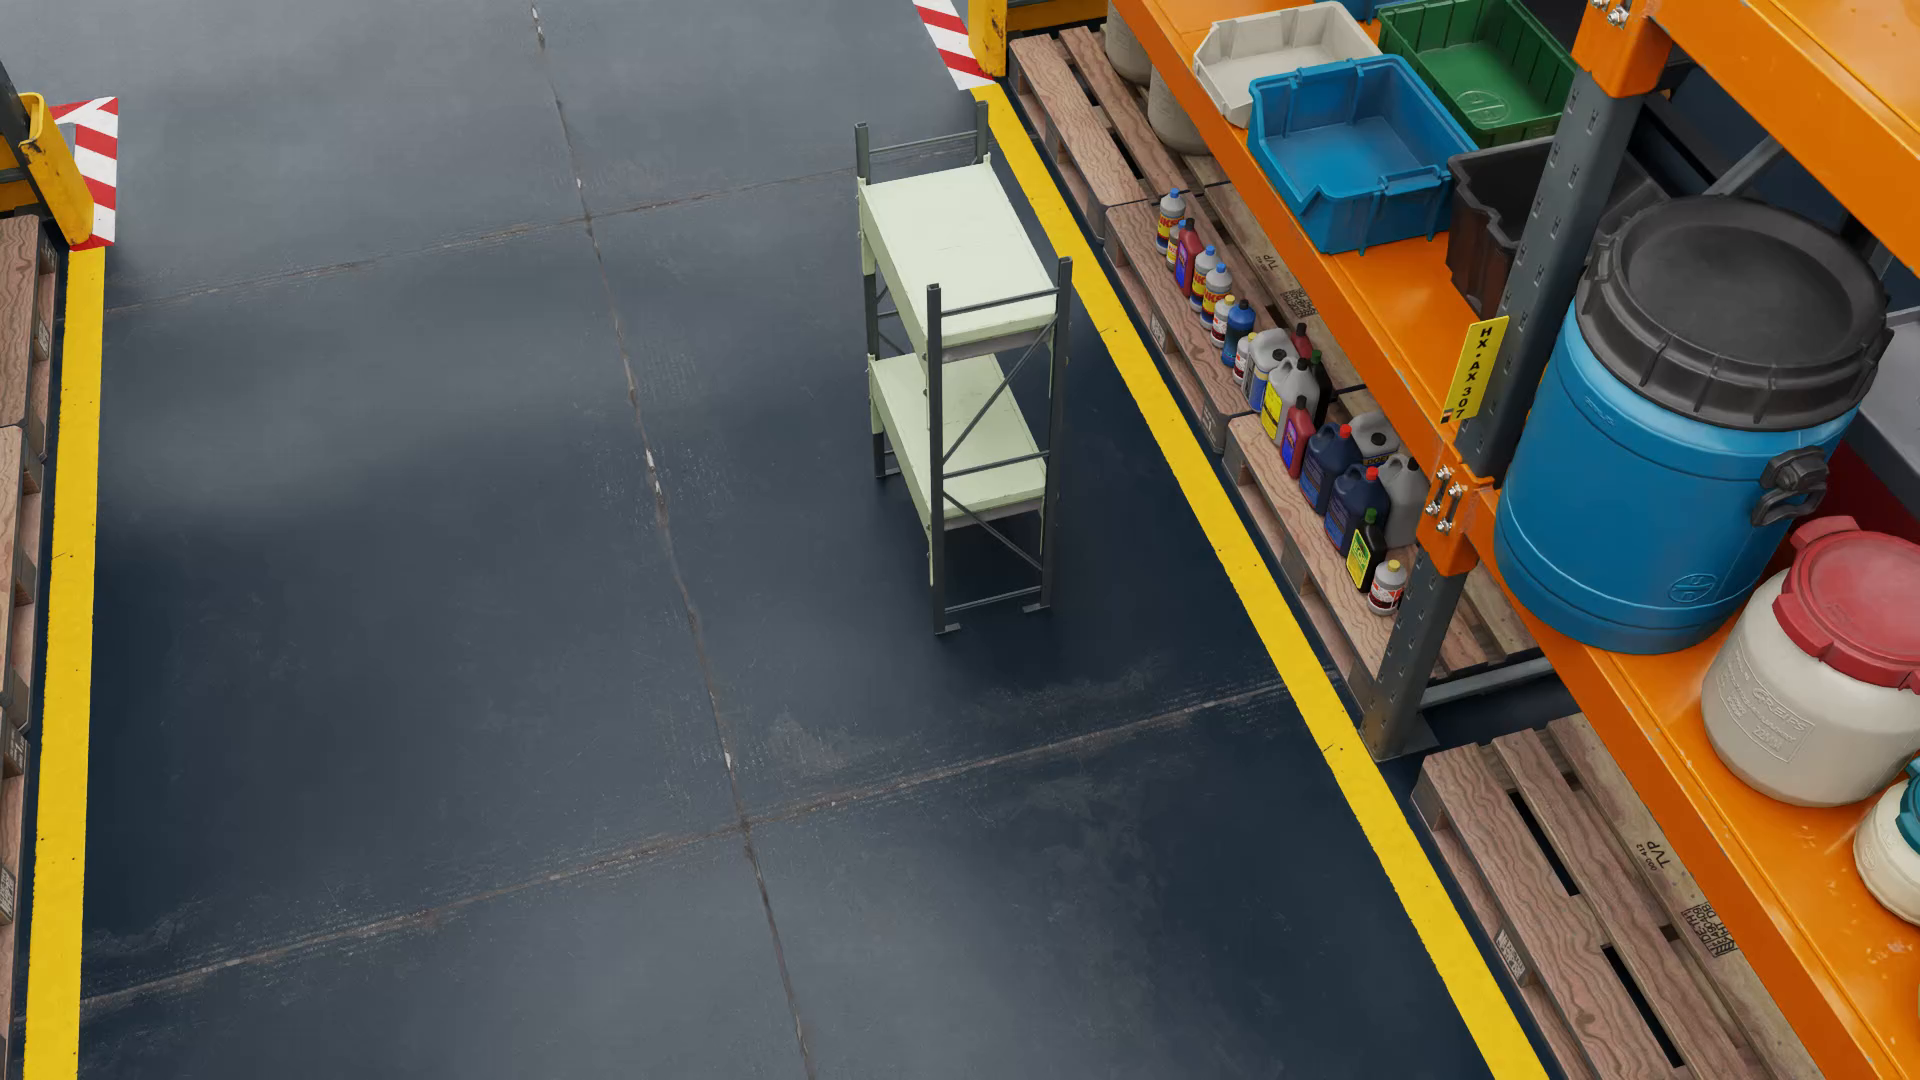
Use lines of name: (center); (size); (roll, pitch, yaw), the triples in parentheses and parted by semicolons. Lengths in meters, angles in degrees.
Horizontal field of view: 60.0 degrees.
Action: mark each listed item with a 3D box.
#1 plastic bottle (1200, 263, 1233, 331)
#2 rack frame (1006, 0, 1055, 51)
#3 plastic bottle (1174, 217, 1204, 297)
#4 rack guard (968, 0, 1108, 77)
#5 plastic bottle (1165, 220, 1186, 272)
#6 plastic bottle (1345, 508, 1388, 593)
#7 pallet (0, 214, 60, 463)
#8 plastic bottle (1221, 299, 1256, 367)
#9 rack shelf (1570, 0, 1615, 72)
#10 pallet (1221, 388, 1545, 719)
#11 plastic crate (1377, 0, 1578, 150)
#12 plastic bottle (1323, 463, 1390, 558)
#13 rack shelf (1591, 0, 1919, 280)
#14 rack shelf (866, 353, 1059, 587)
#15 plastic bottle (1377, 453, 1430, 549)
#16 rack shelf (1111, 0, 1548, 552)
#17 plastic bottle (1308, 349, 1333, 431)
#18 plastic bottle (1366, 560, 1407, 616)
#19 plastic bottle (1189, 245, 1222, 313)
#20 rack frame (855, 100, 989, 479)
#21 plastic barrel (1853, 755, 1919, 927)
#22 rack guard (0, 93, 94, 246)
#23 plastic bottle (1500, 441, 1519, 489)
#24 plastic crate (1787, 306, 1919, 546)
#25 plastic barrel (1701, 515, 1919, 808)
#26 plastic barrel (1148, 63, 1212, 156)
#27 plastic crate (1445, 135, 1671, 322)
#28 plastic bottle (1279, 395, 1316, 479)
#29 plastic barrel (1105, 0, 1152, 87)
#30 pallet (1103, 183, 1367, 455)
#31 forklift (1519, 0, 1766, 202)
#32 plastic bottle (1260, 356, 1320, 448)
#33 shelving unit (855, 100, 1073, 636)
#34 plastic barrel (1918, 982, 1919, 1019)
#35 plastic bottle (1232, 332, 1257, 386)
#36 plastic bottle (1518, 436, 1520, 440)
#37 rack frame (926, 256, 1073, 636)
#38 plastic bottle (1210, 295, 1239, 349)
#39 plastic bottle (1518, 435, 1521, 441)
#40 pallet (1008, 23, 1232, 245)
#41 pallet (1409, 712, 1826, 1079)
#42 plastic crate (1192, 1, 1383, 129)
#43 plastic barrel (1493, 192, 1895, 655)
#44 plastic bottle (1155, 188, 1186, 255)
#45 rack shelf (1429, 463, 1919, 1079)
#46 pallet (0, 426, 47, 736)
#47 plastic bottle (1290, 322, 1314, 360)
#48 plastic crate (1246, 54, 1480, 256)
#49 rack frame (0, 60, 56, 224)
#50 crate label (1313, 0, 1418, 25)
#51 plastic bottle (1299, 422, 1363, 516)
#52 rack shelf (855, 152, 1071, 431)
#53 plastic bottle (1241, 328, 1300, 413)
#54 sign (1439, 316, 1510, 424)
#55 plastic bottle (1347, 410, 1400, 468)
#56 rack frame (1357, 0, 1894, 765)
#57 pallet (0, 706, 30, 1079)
plastic bottle: (0.933, -0.893, 6.037); (0.097, 0.271, 0.097); (0, 50, 0)
rack frame: (0.564, -3.348, 6.611); (1.000, 3.000, 0.127); (-13, 51, -11)
plastic bottle: (0.852, -1.050, 6.163); (0.061, 0.283, 0.133); (-13, 51, -10)
rack guard: (0.631, -2.498, 7.529); (1.175, 0.500, 0.348); (-13, 51, -11)
plastic bottle: (0.833, -1.118, 6.273); (0.097, 0.201, 0.097); (0, 50, 0)
plastic bottle: (1.289, 0.030, 5.252); (0.061, 0.283, 0.133); (-11, 51, -9)
pallet: (-3.939, -0.673, 6.179); (1.003, 0.211, 1.213); (-13, 51, -11)
plastic bottle: (0.993, -0.745, 5.913); (0.097, 0.271, 0.097); (0, 50, 0)
rack shelf: (1.155, -2.623, 4.508); (1.077, 0.370, 4.000); (-13, 51, -11)
pallet: (1.588, -0.028, 5.636); (1.003, 0.211, 1.213); (-13, 51, -11)
plastic crate: (1.615, -1.414, 5.119); (0.450, 0.188, 0.662); (-13, 51, -11)
plastic bottle: (1.281, -0.120, 5.334); (0.144, 0.351, 0.185); (-15, 51, -12)
rack shelf: (2.338, 0.299, 2.045); (1.077, 0.370, 4.000); (-13, 51, -11)
rack shelf: (-0.002, -0.278, 5.430); (0.431, 0.370, 0.720); (-13, 51, -11)
plastic bottle: (1.419, -0.153, 5.362); (0.144, 0.351, 0.185); (-13, 51, -11)
rack shelf: (1.155, -1.656, 5.654); (1.077, 0.370, 4.000); (-13, 51, -11)
plastic bottle: (1.219, -0.516, 5.712); (0.061, 0.283, 0.133); (-13, 51, -11)
plastic bottle: (1.342, 0.139, 5.214); (0.097, 0.201, 0.097); (0, 50, 0)
plastic bottle: (0.904, -0.966, 6.099); (0.097, 0.271, 0.097); (0, 50, 0)
rack frame: (-0.110, -0.756, 5.406); (0.400, 1.500, 0.023); (-13, 51, -11)
plastic barrel: (1.992, 0.619, 3.357); (0.301, 0.262, 0.301); (0, 50, 0)
rack guard: (-4.145, -1.367, 6.576); (1.175, 0.500, 0.348); (-13, 51, -11)
plastic bottle: (1.848, -0.230, 5.471); (0.061, 0.283, 0.133); (-13, 51, -11)
plastic crate: (2.182, -0.163, 3.884); (0.402, 0.464, 0.583); (-13, 51, -11)
plastic barrel: (1.820, 0.278, 3.465); (0.433, 0.535, 0.433); (0, 50, 0)
plastic barrel: (0.980, -1.852, 6.702); (0.421, 0.512, 0.421); (0, 50, 0)
plastic crate: (1.713, -0.818, 4.518); (0.767, 0.338, 0.504); (-13, 51, -11)
plastic bottle: (1.136, -0.348, 5.570); (0.061, 0.283, 0.133); (-10, 51, -9)
plastic barrel: (0.831, -2.218, 7.011); (0.421, 0.512, 0.421); (0, 50, 0)
pallet: (1.224, -0.921, 6.388); (1.003, 0.211, 1.213); (-13, 51, -11)
forklift: (2.490, -2.969, 6.336); (1.130, 2.935, 3.031); (-13, 51, -11)
plastic bottle: (1.129, -0.496, 5.651); (0.144, 0.351, 0.185); (-14, 51, -11)
shelving unit: (-0.002, -0.488, 5.181); (0.431, 1.500, 0.755); (-13, 51, -11)
plastic barrel: (2.037, 0.814, 3.013); (0.433, 0.535, 0.433); (0, 50, 0)
plastic bottle: (1.023, -0.648, 5.877); (0.097, 0.201, 0.097); (0, 50, 0)
plastic bottle: (1.767, -0.366, 5.541); (0.144, 0.351, 0.185); (-13, 51, -11)
rack frame: (0.106, -0.221, 4.955); (0.400, 1.500, 0.023); (-13, 51, -11)
plastic bottle: (0.963, -0.798, 6.003); (0.097, 0.201, 0.097); (0, 50, 0)
plastic bottle: (1.904, -0.398, 5.569); (0.144, 0.351, 0.185); (-12, 51, -10)
pallet: (0.866, -1.810, 7.138); (1.003, 0.211, 1.213); (-13, 51, -11)
pallet: (2.016, 1.037, 4.738); (1.003, 0.211, 1.213); (-13, 51, -11)
plastic crate: (1.025, -1.471, 5.200); (0.530, 0.136, 0.437); (-13, 51, -11)
plastic barrel: (1.572, -0.238, 3.661); (0.600, 0.901, 0.708); (-13, 51, -11)
plastic bottle: (0.802, -1.216, 6.310); (0.097, 0.271, 0.097); (0, 50, 0)
rack shelf: (2.338, 1.266, 3.192); (1.077, 0.370, 4.000); (-13, 51, -11)
pallet: (-3.582, 0.217, 5.429); (1.003, 0.211, 1.213); (-13, 51, -11)
plastic bottle: (1.186, -0.618, 5.798); (0.061, 0.283, 0.133); (-13, 51, -11)
plastic crate: (1.160, -1.126, 4.834); (0.499, 0.251, 0.616); (-13, 51, -11)
rack frame: (-4.168, -2.228, 5.667); (1.000, 3.000, 0.127); (-13, 51, -11)
crate label: (1.367, -2.077, 5.516); (0.502, 0.435, 0.616); (-13, 51, -11)
plastic bottle: (1.224, -0.260, 5.452); (0.144, 0.351, 0.185); (-16, 52, -13)
rack shelf: (-0.002, -0.740, 4.882); (0.431, 0.370, 0.720); (-13, 51, -11)
plastic bottle: (1.084, -0.592, 5.781); (0.152, 0.276, 0.135); (-12, 51, -10)
sign: (1.218, -0.400, 3.944); (0.100, 0.325, 0.005); (-13, 51, -11)
plastic bottle: (1.358, -0.288, 5.525); (0.152, 0.276, 0.135); (-13, 51, -11)
rack frame: (1.747, -0.427, 4.148); (1.000, 3.000, 0.127); (-13, 51, -11)
pallet: (-3.217, 1.109, 4.677); (1.003, 0.211, 1.213); (-13, 51, -11)
